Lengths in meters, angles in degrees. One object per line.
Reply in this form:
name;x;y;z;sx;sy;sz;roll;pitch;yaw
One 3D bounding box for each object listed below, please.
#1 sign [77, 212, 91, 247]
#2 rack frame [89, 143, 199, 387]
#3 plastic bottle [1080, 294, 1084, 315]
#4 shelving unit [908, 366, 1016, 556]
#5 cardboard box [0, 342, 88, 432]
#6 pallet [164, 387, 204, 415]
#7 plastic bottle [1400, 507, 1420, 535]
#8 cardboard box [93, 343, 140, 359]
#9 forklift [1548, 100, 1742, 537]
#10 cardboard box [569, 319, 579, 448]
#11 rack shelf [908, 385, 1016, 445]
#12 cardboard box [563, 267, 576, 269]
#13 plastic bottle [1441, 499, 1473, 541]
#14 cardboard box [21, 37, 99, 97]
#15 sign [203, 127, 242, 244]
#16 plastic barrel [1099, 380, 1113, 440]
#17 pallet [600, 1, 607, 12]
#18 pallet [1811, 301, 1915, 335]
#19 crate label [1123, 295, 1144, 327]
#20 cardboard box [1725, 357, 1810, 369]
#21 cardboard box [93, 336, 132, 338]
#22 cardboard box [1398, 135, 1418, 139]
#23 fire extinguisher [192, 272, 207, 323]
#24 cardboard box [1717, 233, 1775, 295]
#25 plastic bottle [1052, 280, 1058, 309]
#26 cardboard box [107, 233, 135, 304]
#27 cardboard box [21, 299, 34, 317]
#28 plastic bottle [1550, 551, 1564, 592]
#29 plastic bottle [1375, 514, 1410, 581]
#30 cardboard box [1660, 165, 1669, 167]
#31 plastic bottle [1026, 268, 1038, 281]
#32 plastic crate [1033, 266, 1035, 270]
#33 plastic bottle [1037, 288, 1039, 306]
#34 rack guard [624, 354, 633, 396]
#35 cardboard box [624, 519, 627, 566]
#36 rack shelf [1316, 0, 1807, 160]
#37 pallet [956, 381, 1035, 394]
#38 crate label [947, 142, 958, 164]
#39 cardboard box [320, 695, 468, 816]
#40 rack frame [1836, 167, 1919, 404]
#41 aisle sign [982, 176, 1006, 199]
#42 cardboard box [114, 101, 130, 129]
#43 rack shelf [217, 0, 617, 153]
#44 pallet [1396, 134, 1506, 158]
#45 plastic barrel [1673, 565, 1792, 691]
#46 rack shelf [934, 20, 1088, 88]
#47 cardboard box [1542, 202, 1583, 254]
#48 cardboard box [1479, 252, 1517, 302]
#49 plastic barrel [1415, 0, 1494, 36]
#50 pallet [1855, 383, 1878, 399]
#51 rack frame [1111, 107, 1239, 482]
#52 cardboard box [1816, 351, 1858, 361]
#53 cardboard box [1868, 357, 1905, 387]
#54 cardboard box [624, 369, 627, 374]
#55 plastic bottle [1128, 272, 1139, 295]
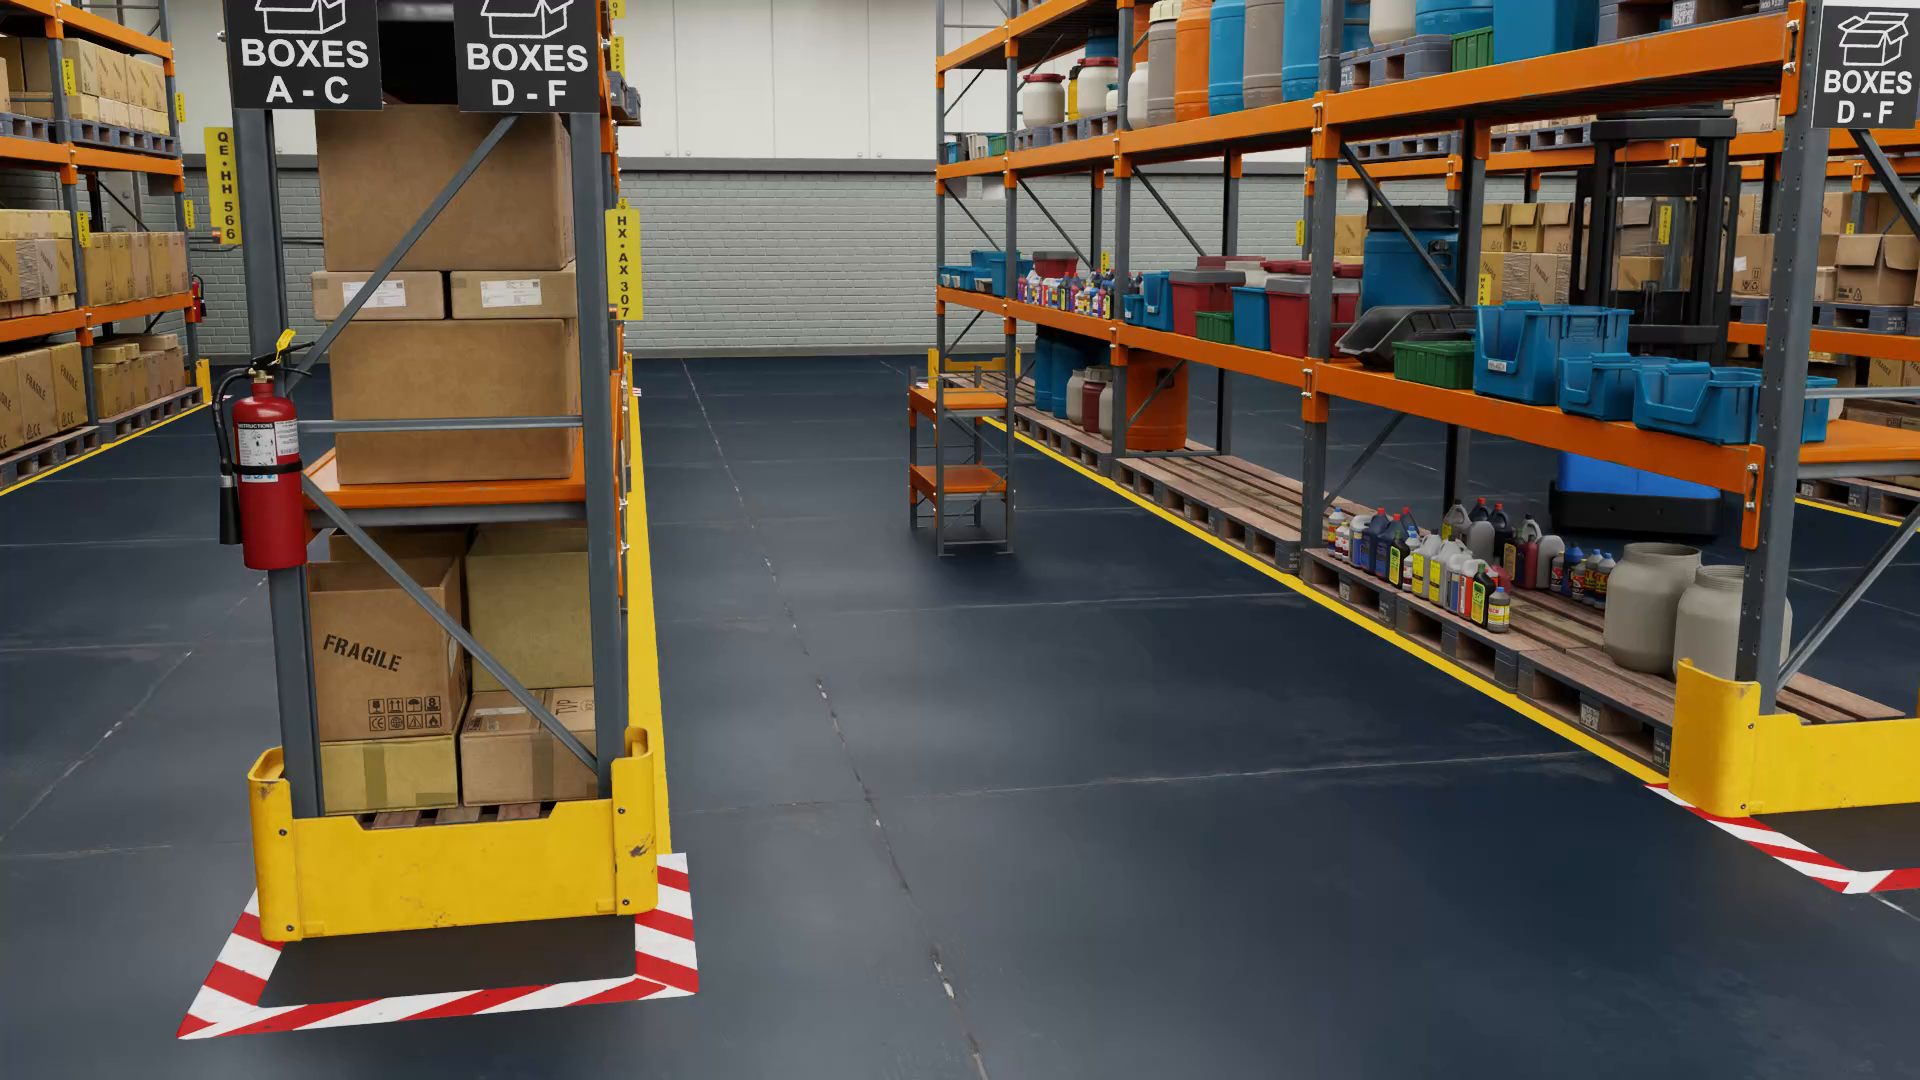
sign;-8.208;-2.908;15.568;0.100;0.325;0.005;-2;11;-11
rack frame;-9.516;-3.090;19.410;1.000;3.000;0.127;-2;11;-11
plastic bottle;1.116;-2.098;14.727;0.097;0.201;0.097;0;11;0
shelving unit;-0.001;-0.554;11.098;0.538;1.125;1.048;-2;11;-11
cardboard box;-8.484;-1.392;15.116;0.750;0.750;0.750;-2;11;-10
pallet;-9.284;-1.577;18.915;1.003;0.211;1.213;-2;11;-11
plastic bottle;2.427;-0.007;9.117;0.144;0.351;0.185;-2;11;-11
cardboard box;-8.772;-1.960;17.297;0.380;0.149;0.250;-2;11;-13
forklift;5.068;-1.696;12.268;1.130;2.935;3.031;4;12;21
cardboard box;-1.731;-0.568;5.890;0.700;0.500;0.500;-2;11;-10
rack shelf;-0.001;-0.841;11.043;0.538;0.278;1.000;-2;11;-11
cardboard box;-1.465;-0.832;5.546;0.380;0.149;0.250;-2;11;-12
plastic bottle;2.802;-0.052;9.353;0.144;0.351;0.185;-2;11;-11
cardboard box;-8.602;-4.521;15.911;0.500;0.500;0.500;-2;11;-12
sign;-2.081;-1.005;4.722;0.100;0.325;0.005;-2;11;-11
plastic barrel;1.448;-1.157;14.783;0.421;0.512;0.421;0;11;0
pallet;-1.658;-1.897;5.356;1.003;0.211;1.213;-2;11;-11
pallet;7.041;-1.708;12.659;1.003;0.211;1.213;-2;11;-11
crate label;1.472;-1.810;13.132;0.303;0.233;0.416;-2;11;-11
cardboard box;6.776;-1.398;14.023;0.500;0.250;0.500;-2;11;-9
cardboard box;-9.403;-2.185;18.483;0.380;0.149;0.250;-2;11;-11
cardboard box;5.527;-4.915;19.318;0.700;0.500;0.500;-2;11;-8
fire extinguisher;-9.093;-2.913;19.686;0.296;0.674;0.183;-2;11;-11
cardboard box;6.760;-2.321;13.979;0.500;0.500;0.500;-4;11;-18
plastic bottle;0.917;-2.320;15.709;0.097;0.271;0.097;0;11;0
cardboard box;-8.964;-2.738;16.758;0.980;0.700;0.700;-2;11;-12
cardboard box;-8.225;-2.003;14.317;0.380;0.149;0.250;-2;11;-11
plastic bottle;3.121;0.162;8.632;0.097;0.201;0.097;0;11;0
plastic bottle;2.322;0.033;8.907;0.144;0.351;0.185;-3;11;-13
cardboard box;9.782;-5.101;22.352;0.500;0.250;0.500;-2;11;-9
plastic bottle;0.738;-2.609;17.013;0.144;0.351;0.185;-2;11;-11
plastic crate;0.863;-2.975;18.960;0.437;0.282;0.530;-2;11;-11
plastic bottle;0.801;-2.395;16.291;0.097;0.201;0.097;0;11;0
rack guard;-4.643;-2.029;20.521;1.175;0.500;0.348;-2;11;-11
cardboard box;-2.159;-0.009;9.451;0.500;0.250;0.500;-2;11;-12
rack shelf;2.925;-2.003;7.599;1.077;0.370;4.000;-2;11;-11
pallet;0.558;-1.705;19.588;1.003;0.211;1.213;-2;11;-11
crate label;0.064;-4.670;20.085;0.408;0.251;0.502;-2;11;-11
cardboard box;-1.940;0.720;5.620;0.500;0.250;0.500;-2;11;-11
rack frame;10.723;-3.059;19.245;1.000;3.000;0.127;-2;11;-11
aisle sign;0.475;-4.751;21.185;0.394;0.787;0.004;-2;11;-11
cardboard box;-8.806;-4.336;16.943;0.500;0.250;0.500;-2;11;-13
rack shelf;-1.935;-1.824;6.656;1.077;0.370;4.000;-2;11;-11
pallet;5.689;-4.477;18.913;1.003;0.211;1.213;-2;11;-11
plastic barrel;3.111;0.382;6.698;0.421;0.512;0.421;0;11;0
rack shelf;0.591;-5.481;18.919;1.077;0.370;4.000;-2;11;-11
cardboard box;6.229;-3.082;16.418;0.797;0.503;0.637;-2;11;-9
cardboard box;5.781;-2.760;17.410;0.500;0.500;0.500;-2;11;-11
plastic barrel;2.624;-2.989;8.393;0.600;0.901;0.708;-2;11;-11
pallet;10.558;-1.811;20.146;1.003;0.211;1.213;-2;11;-11
rack frame;1.758;-1.983;13.594;1.000;3.000;0.127;-2;11;-11
cardboard box;10.398;-2.213;19.710;0.380;0.149;0.250;-2;11;-9
cardboard box;10.607;-1.892;18.677;0.500;0.500;0.500;-2;11;-9
cardboard box;-3.415;-1.355;15.799;0.500;0.500;0.500;-2;11;-11
plastic bottle;1.571;-2.304;15.410;0.144;0.351;0.185;-2;11;-11
